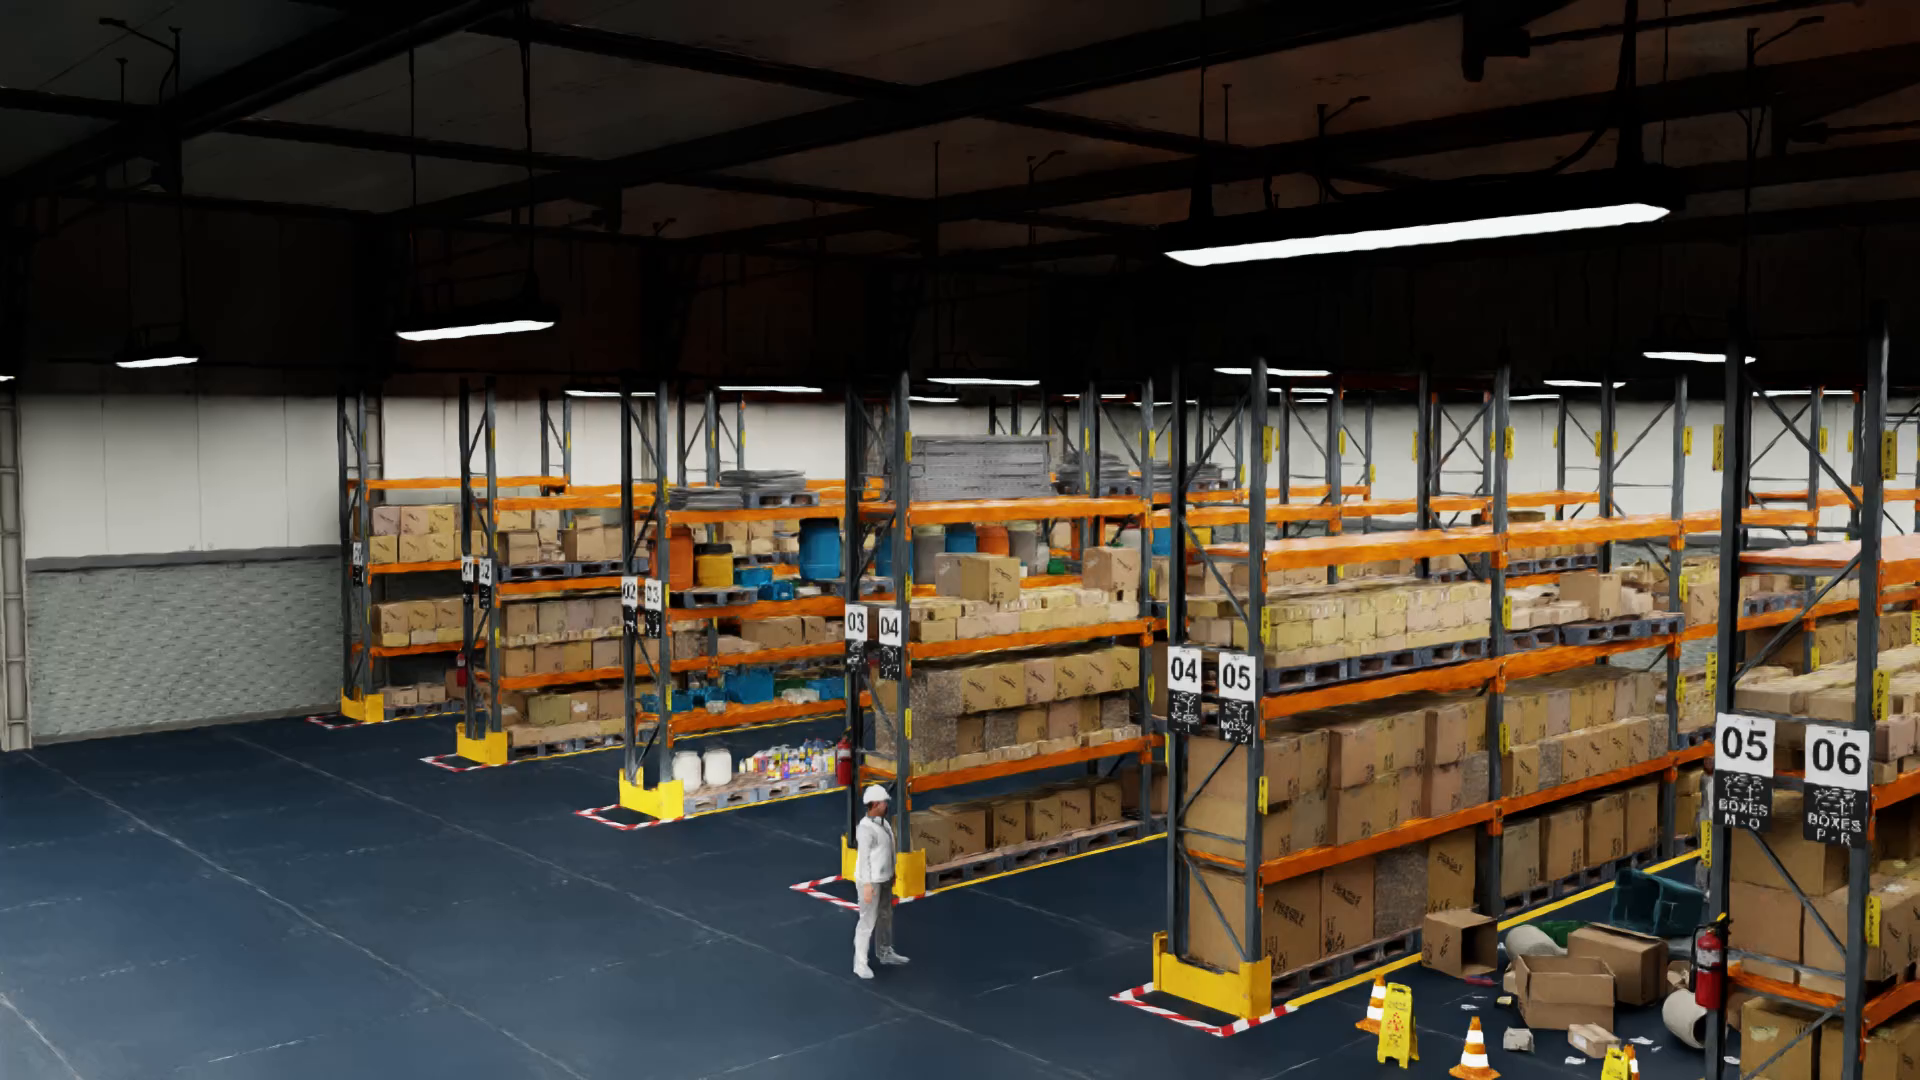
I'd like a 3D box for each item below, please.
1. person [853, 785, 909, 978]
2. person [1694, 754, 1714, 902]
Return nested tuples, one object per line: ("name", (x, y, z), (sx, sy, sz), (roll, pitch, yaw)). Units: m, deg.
("person", (-0.766, 3.219, 15.847), (0.463, 1.783, 0.601), (1, 4, 18))
("person", (8.280, 3.152, 18.282), (0.401, 1.599, 0.465), (1, 4, 16))
